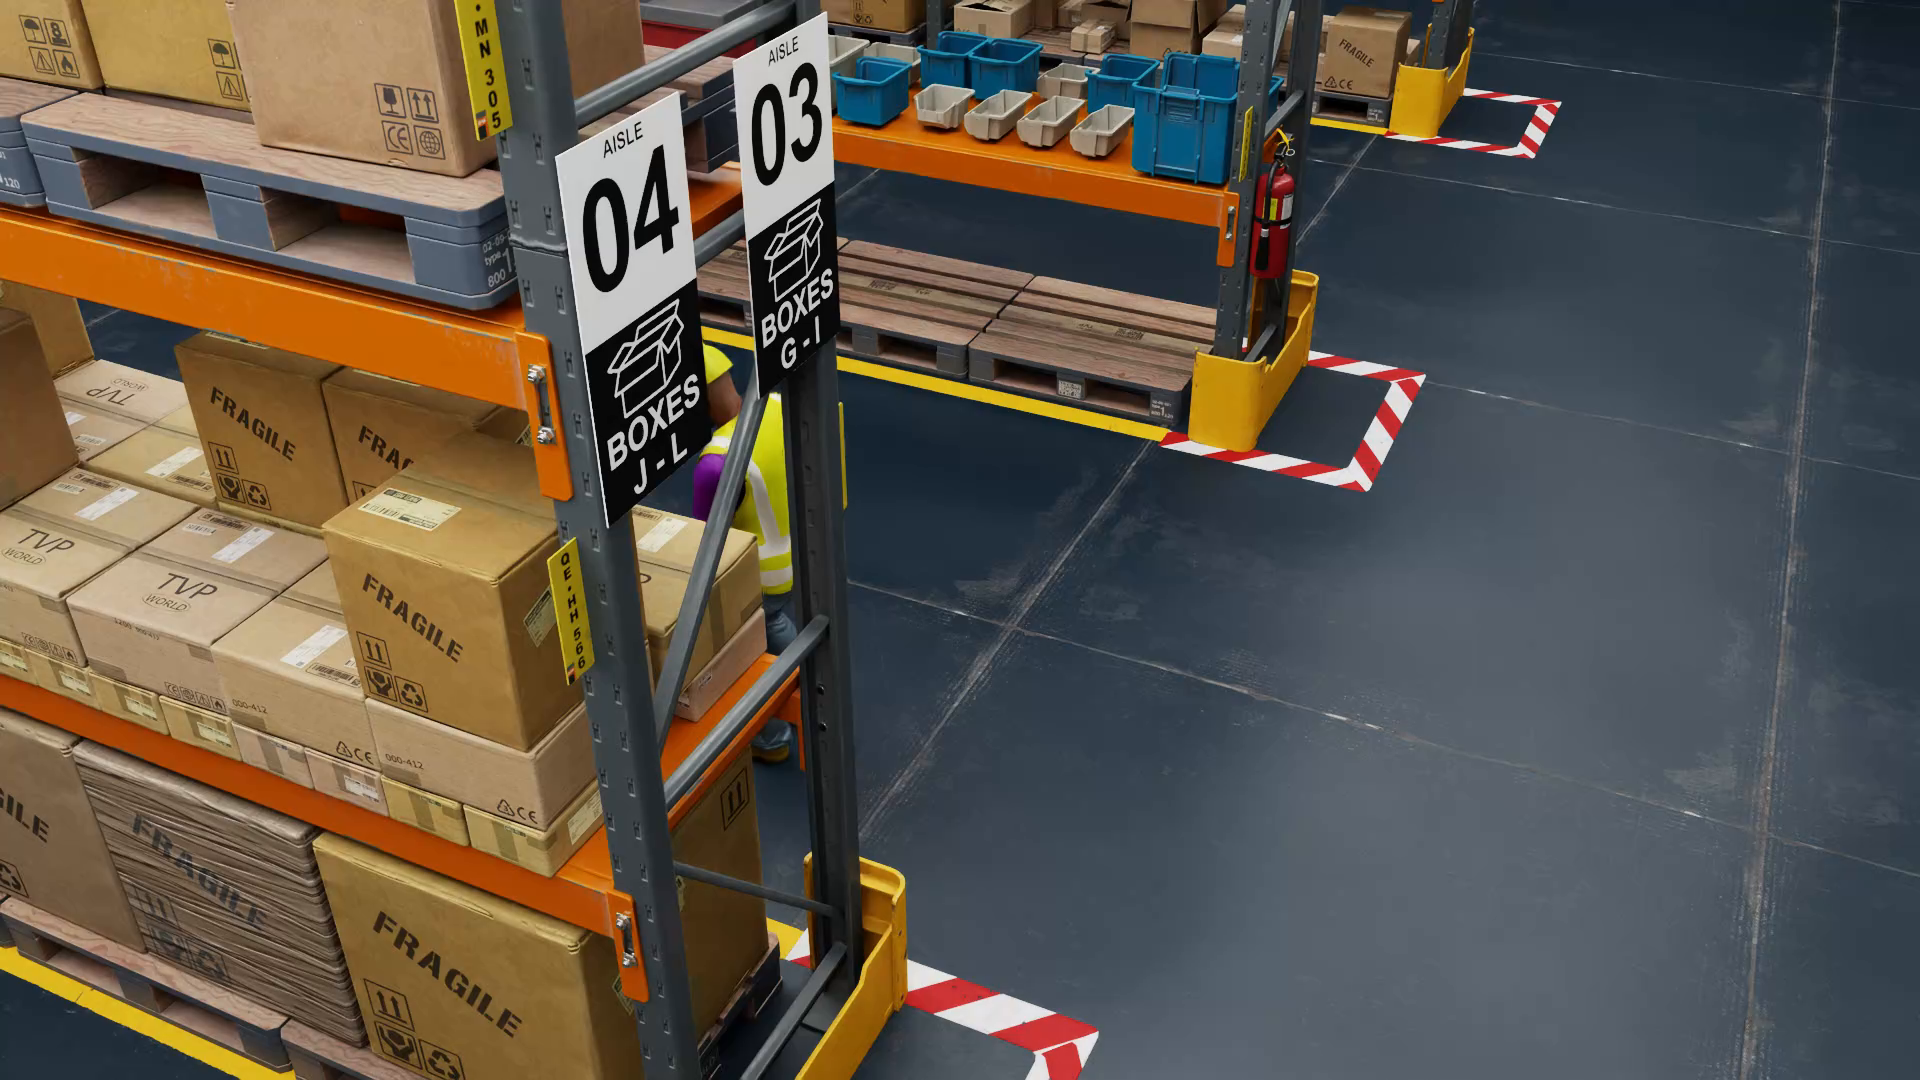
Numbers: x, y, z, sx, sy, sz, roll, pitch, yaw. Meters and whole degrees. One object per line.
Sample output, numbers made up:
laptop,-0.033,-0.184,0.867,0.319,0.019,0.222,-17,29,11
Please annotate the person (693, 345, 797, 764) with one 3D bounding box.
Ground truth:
person,-0.781,0.068,6.094,0.511,1.682,0.602,15,36,22
